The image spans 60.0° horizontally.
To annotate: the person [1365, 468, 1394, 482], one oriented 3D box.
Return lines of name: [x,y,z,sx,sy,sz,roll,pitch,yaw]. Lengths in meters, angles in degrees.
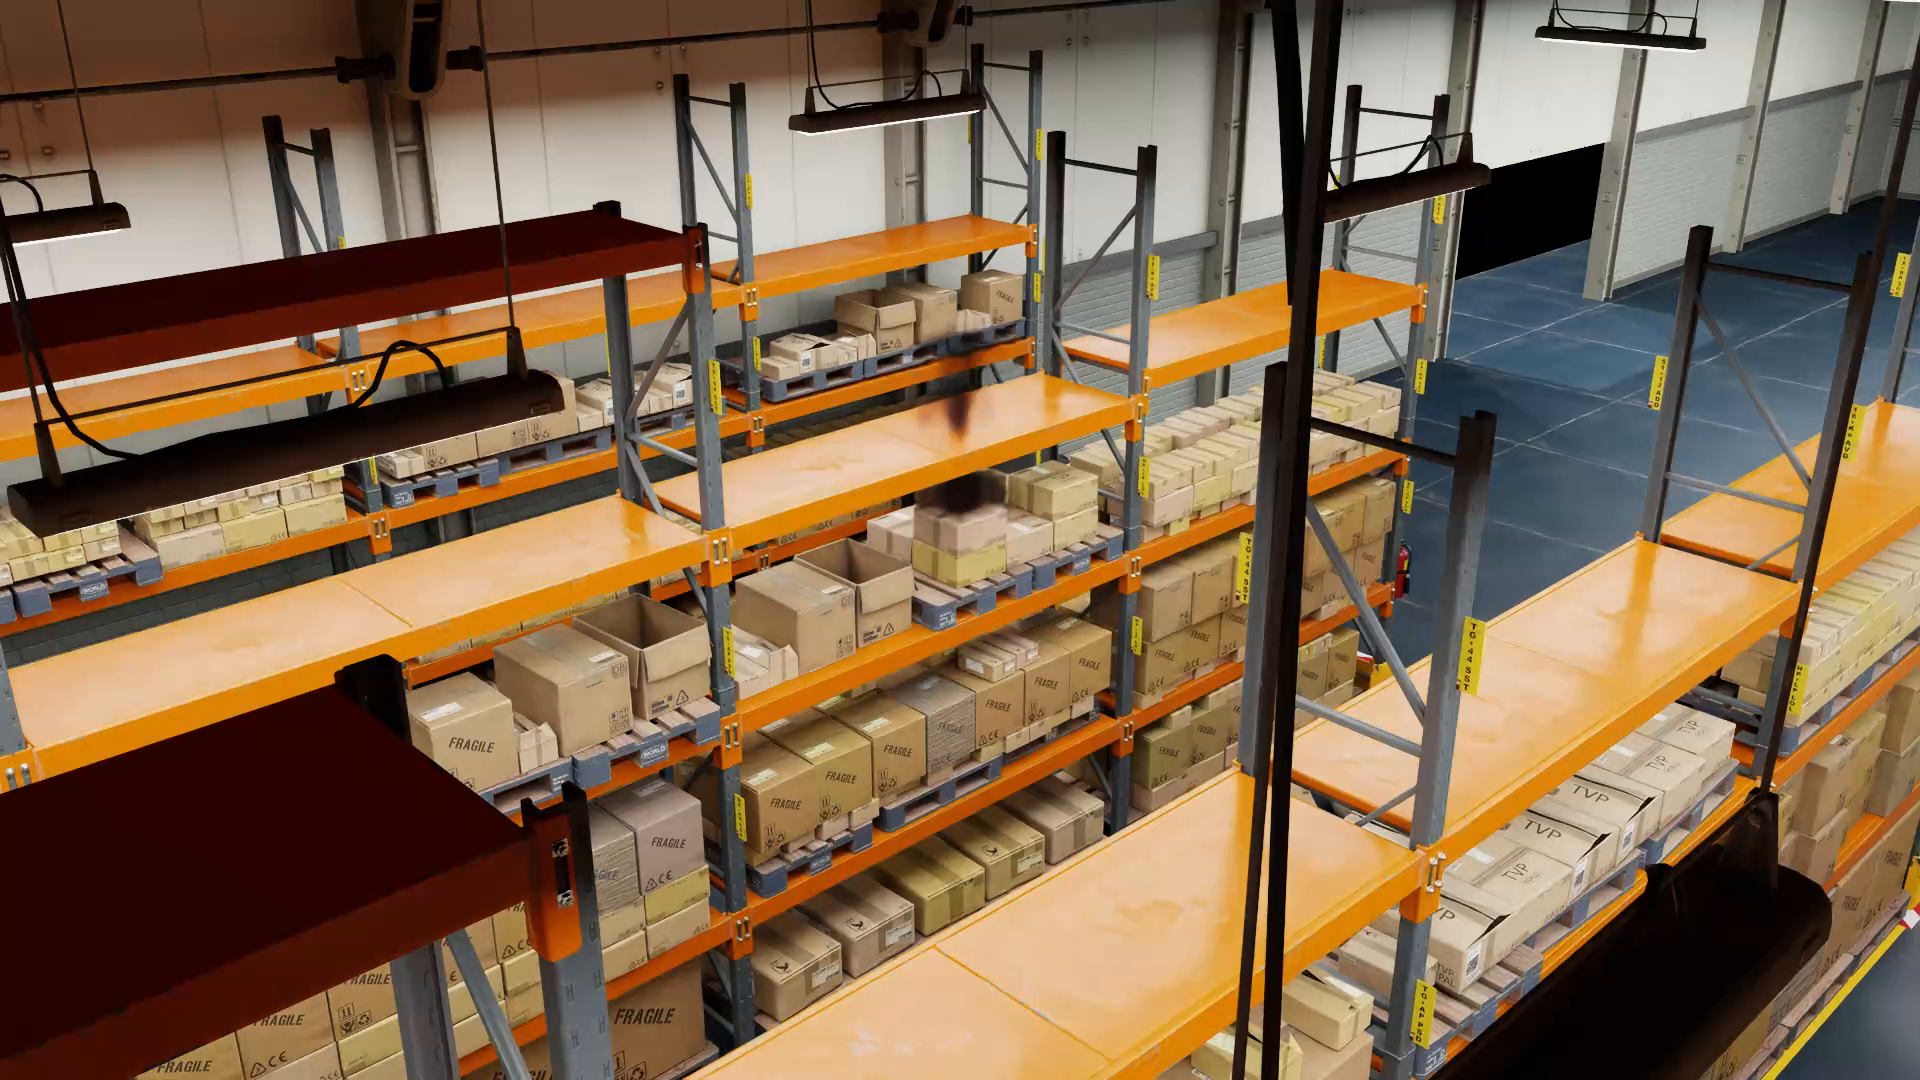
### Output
person: [4.958,-0.526,19.953,0.708,1.720,0.832,11,25,25]
